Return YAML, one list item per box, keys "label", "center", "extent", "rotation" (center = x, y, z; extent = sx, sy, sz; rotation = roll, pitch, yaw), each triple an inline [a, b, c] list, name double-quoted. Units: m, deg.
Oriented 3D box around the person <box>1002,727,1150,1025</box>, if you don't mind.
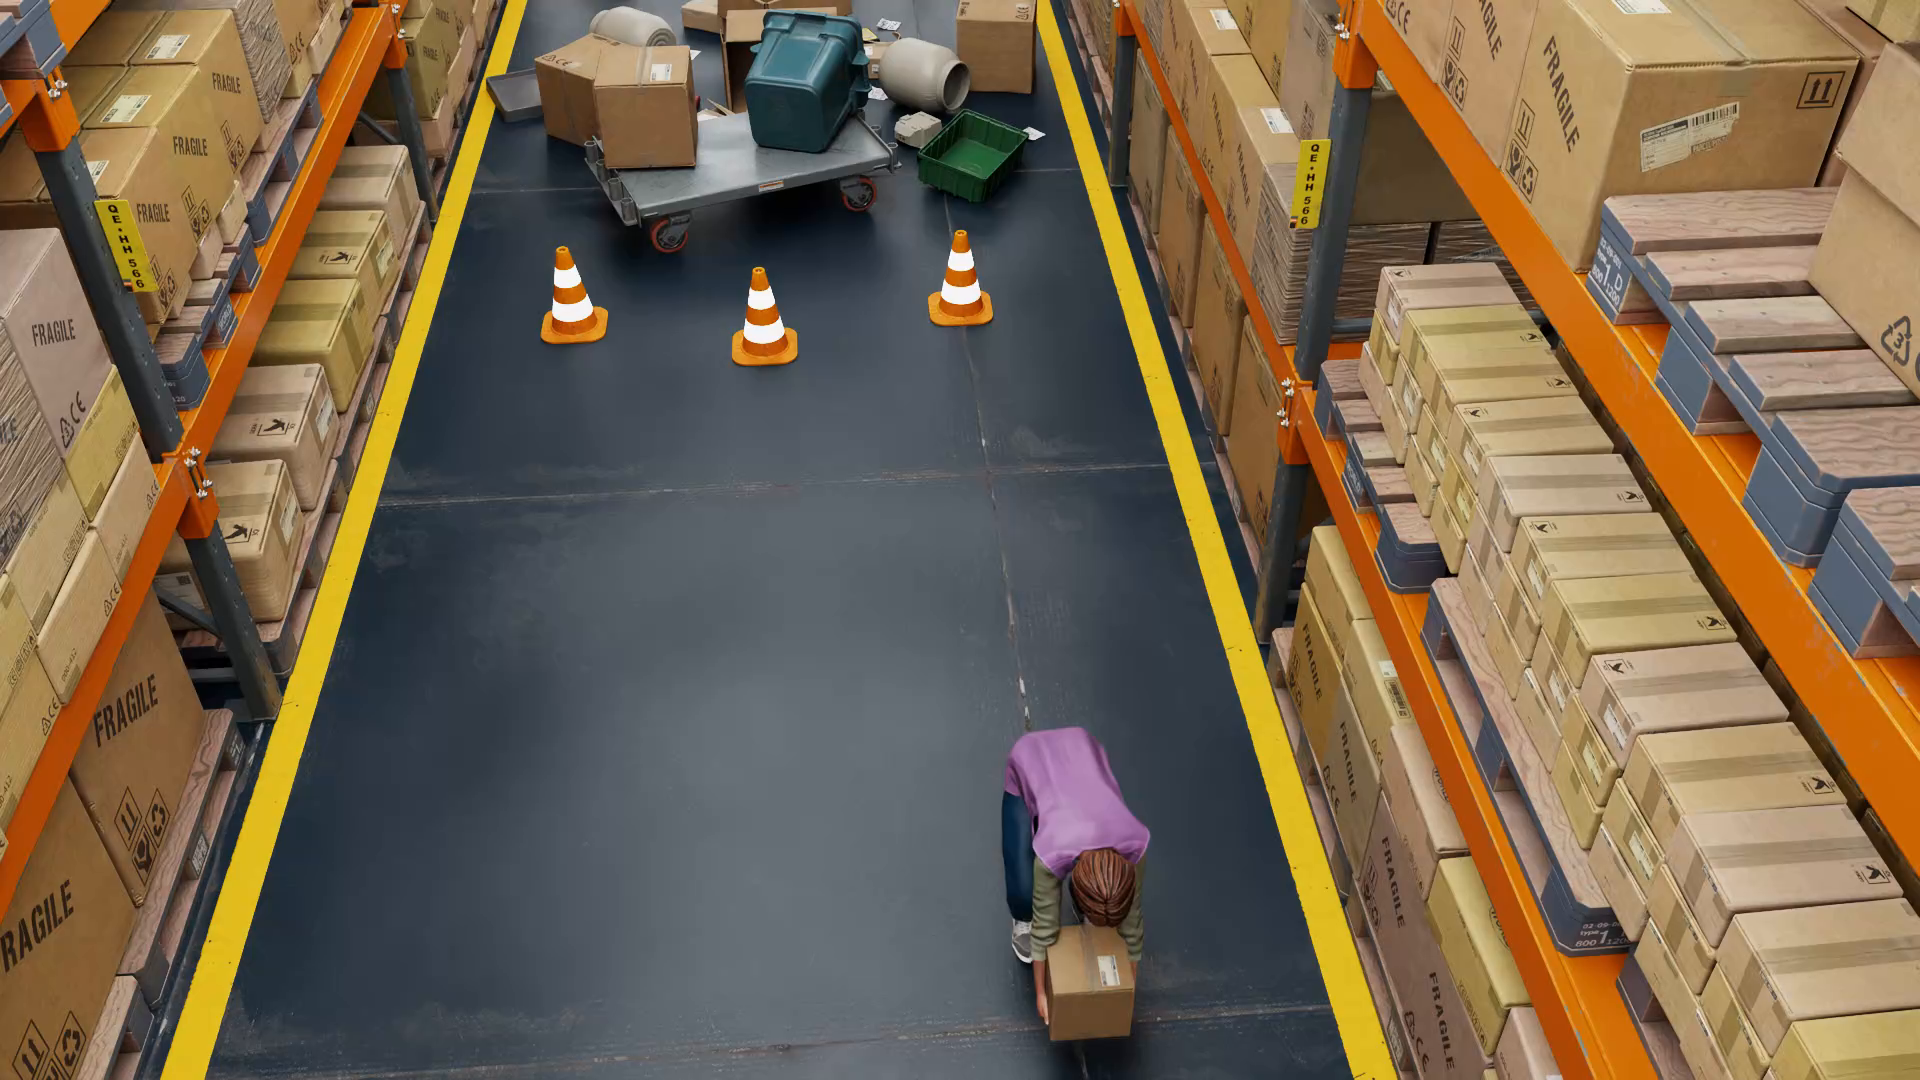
- label: "person"
  center: [0.365, 1.098, 5.364]
  extent: [0.429, 0.928, 0.862]
  rotation: [-5, 40, -7]
